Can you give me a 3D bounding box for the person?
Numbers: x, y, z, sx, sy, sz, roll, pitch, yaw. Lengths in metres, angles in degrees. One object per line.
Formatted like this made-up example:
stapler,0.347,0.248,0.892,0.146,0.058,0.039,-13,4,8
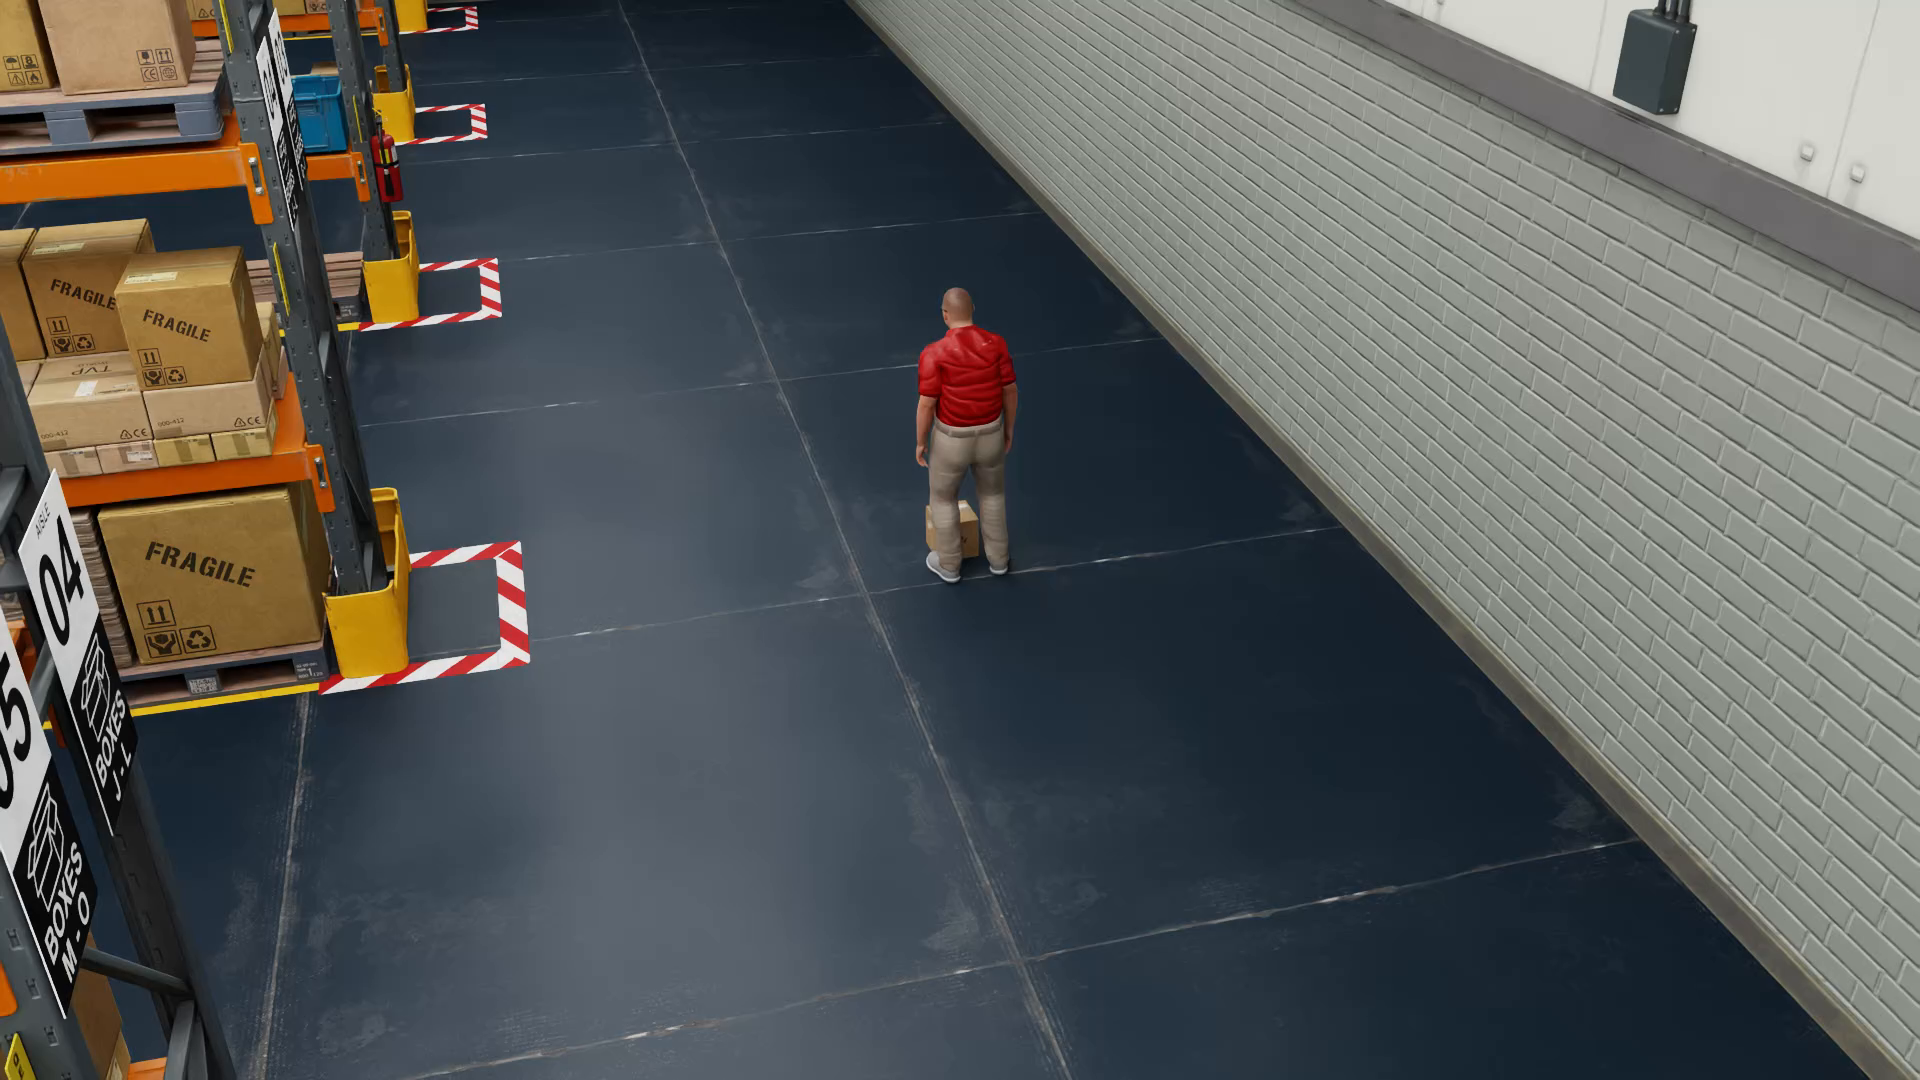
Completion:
person,0.033,-0.570,9.239,0.595,1.725,0.393,-9,31,-16
